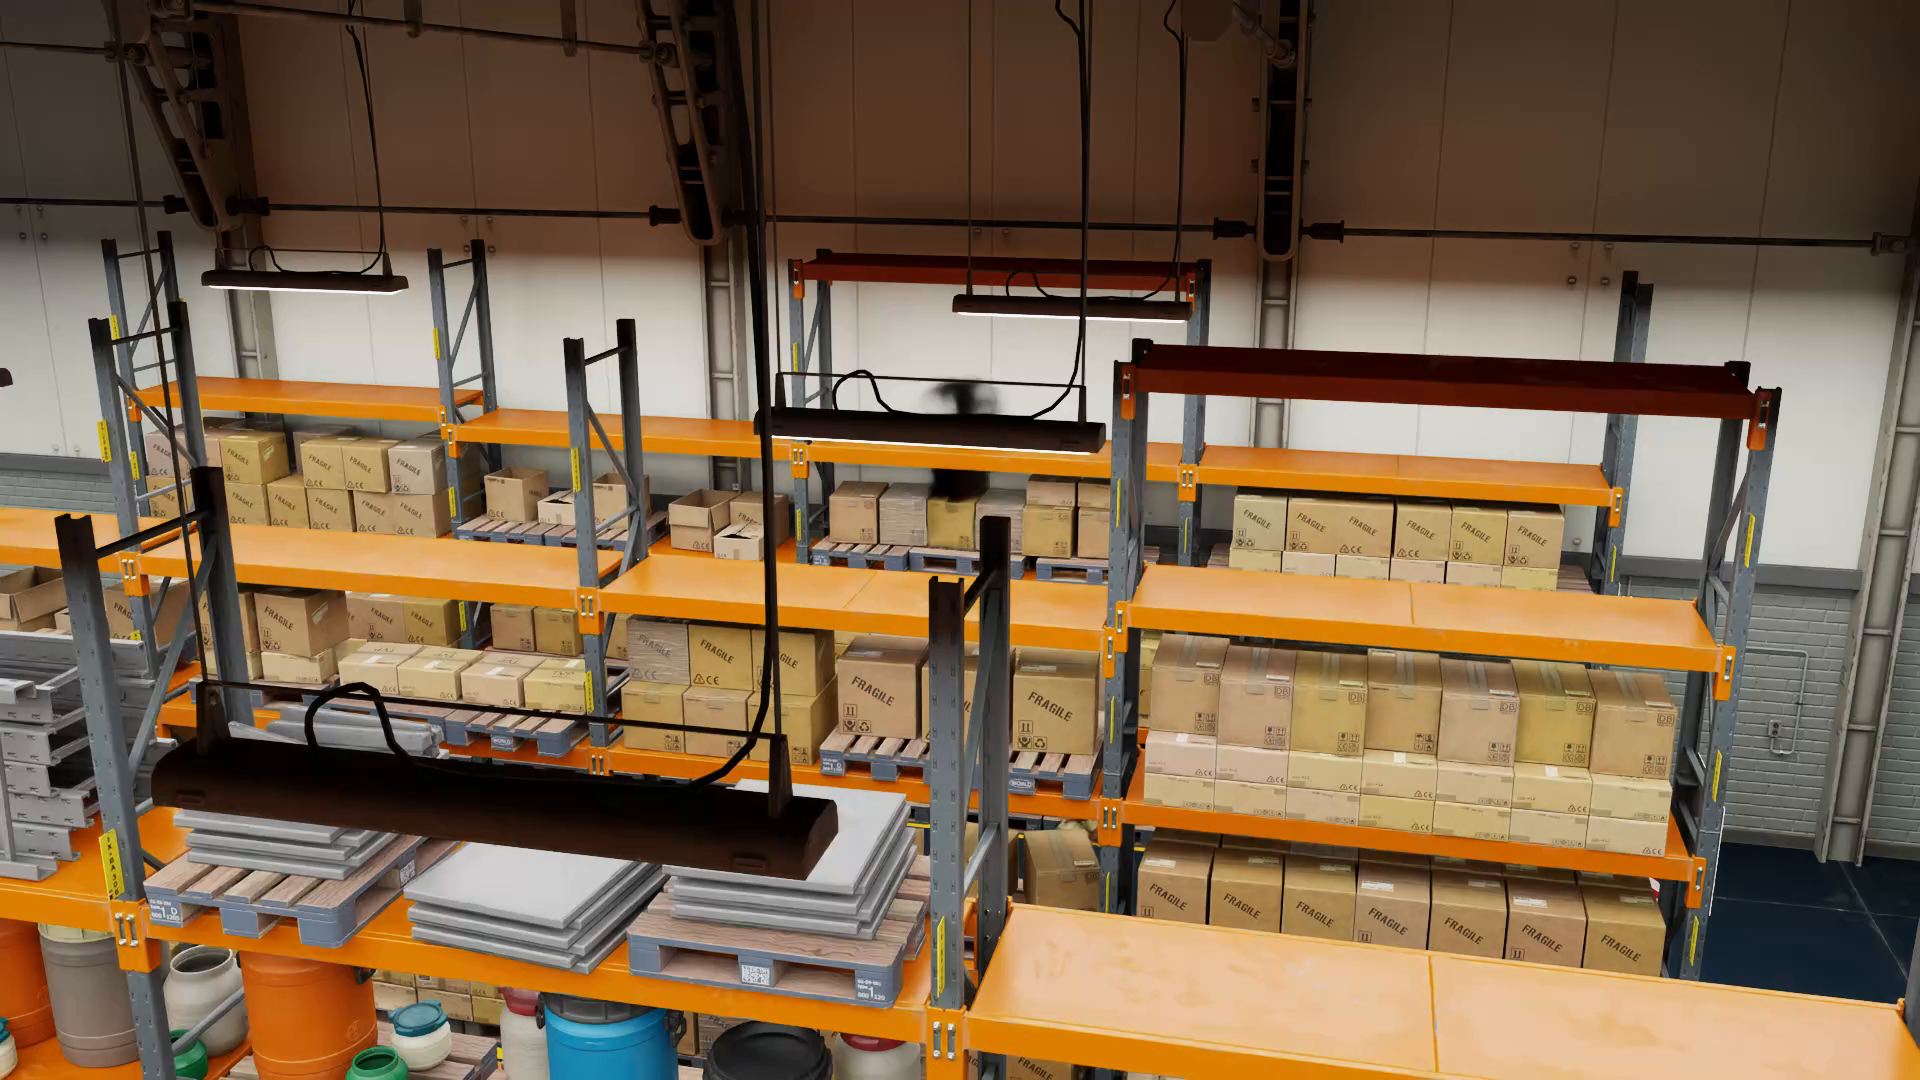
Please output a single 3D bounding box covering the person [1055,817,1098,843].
[{"bbox_3d":[0.964,3.039,15.009,0.688,1.687,0.541,2,16,7],"label":"person"}]
